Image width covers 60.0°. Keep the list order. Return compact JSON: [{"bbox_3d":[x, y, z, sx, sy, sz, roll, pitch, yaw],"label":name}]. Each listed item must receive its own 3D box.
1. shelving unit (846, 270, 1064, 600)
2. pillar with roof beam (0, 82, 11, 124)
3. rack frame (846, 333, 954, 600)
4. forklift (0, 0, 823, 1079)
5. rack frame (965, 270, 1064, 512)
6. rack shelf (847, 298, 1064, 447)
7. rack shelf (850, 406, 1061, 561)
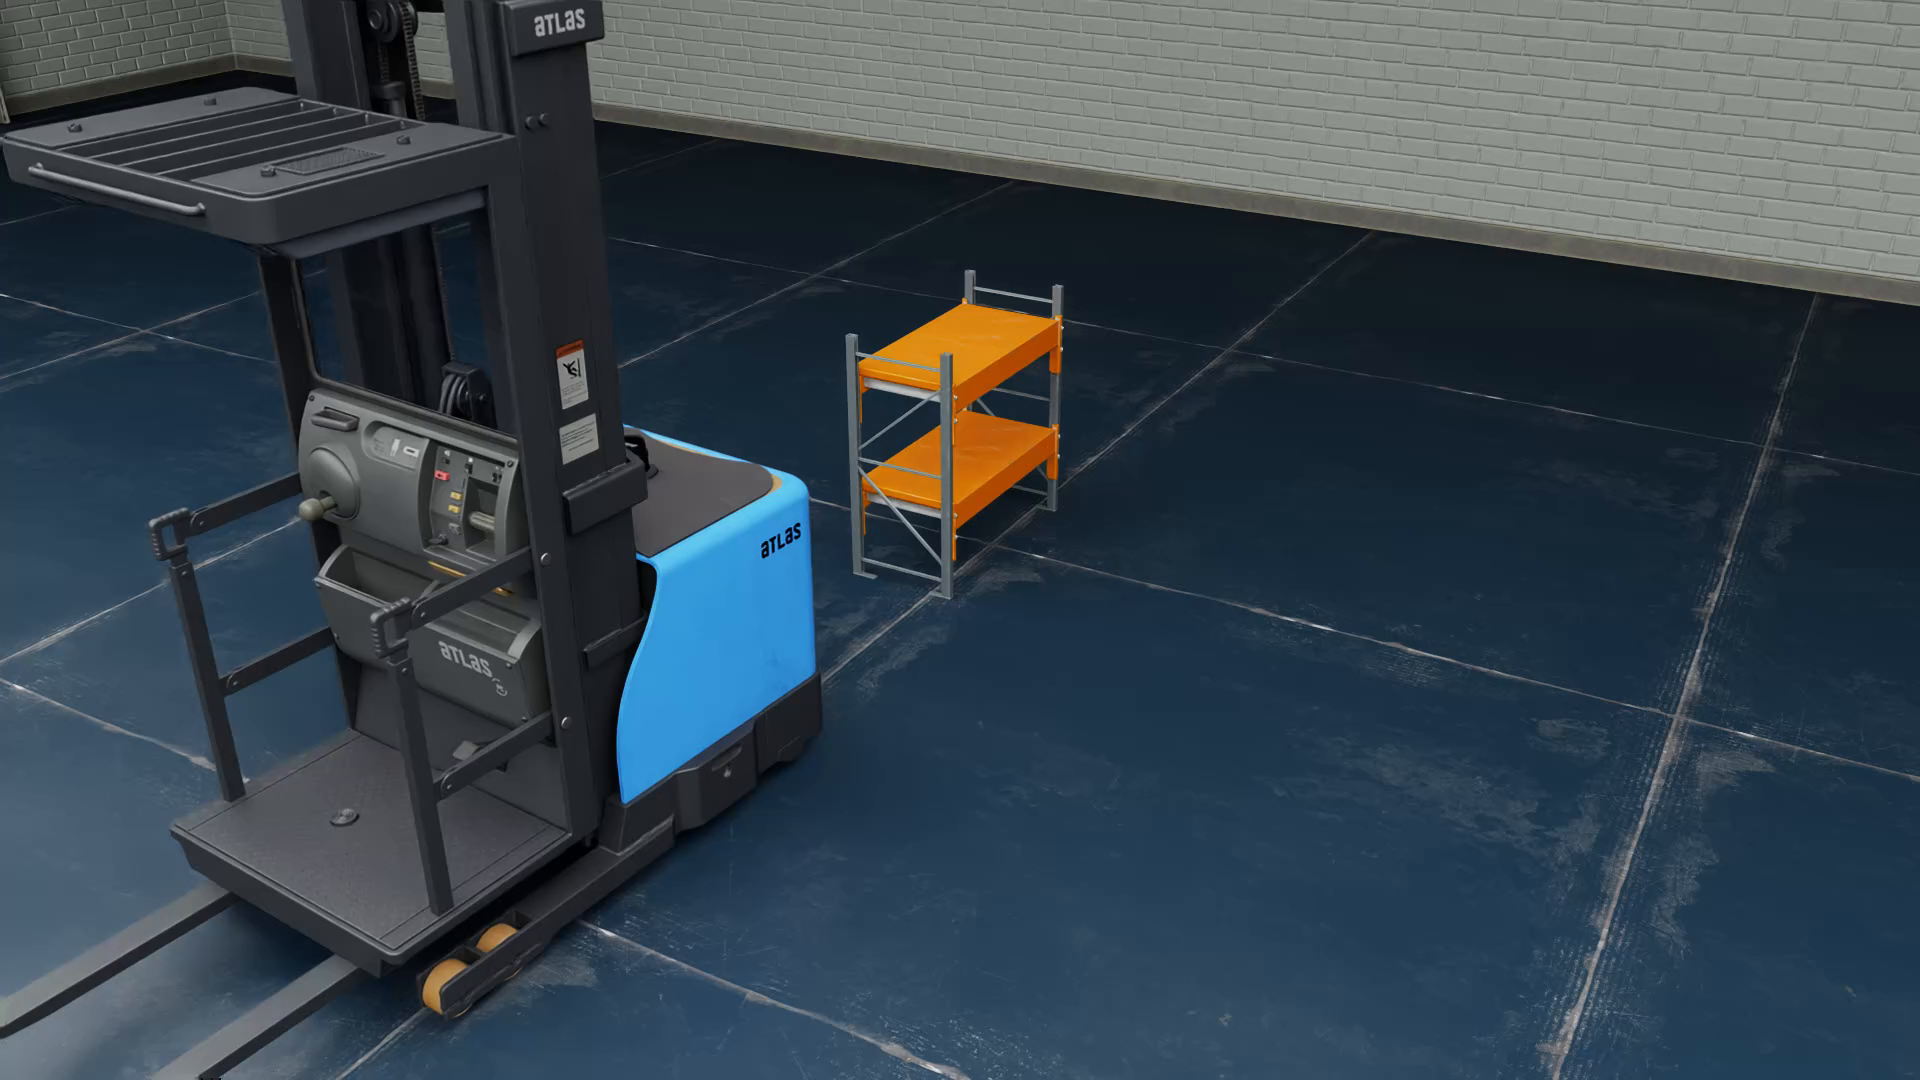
[{"bbox_3d":[-0.003,-0.500,7.493,0.538,1.125,1.048,14,30,26],"label":"shelving unit"},{"bbox_3d":[-5.357,-6.937,11.556,9.100,9.000,0.400,14,30,26],"label":"pillar with roof beam"},{"bbox_3d":[-0.253,-0.302,7.097,0.500,1.125,0.032,14,30,26],"label":"rack frame"},{"bbox_3d":[-1.757,-0.142,4.759,1.130,2.935,3.031,17,31,30],"label":"forklift"},{"bbox_3d":[0.247,-0.698,7.889,0.500,1.125,0.032,14,30,26],"label":"rack frame"},{"bbox_3d":[-0.003,-0.762,7.362,0.538,0.278,1.000,14,30,26],"label":"rack shelf"},{"bbox_3d":[-0.003,-0.282,7.602,0.538,0.278,1.000,14,30,26],"label":"rack shelf"}]
